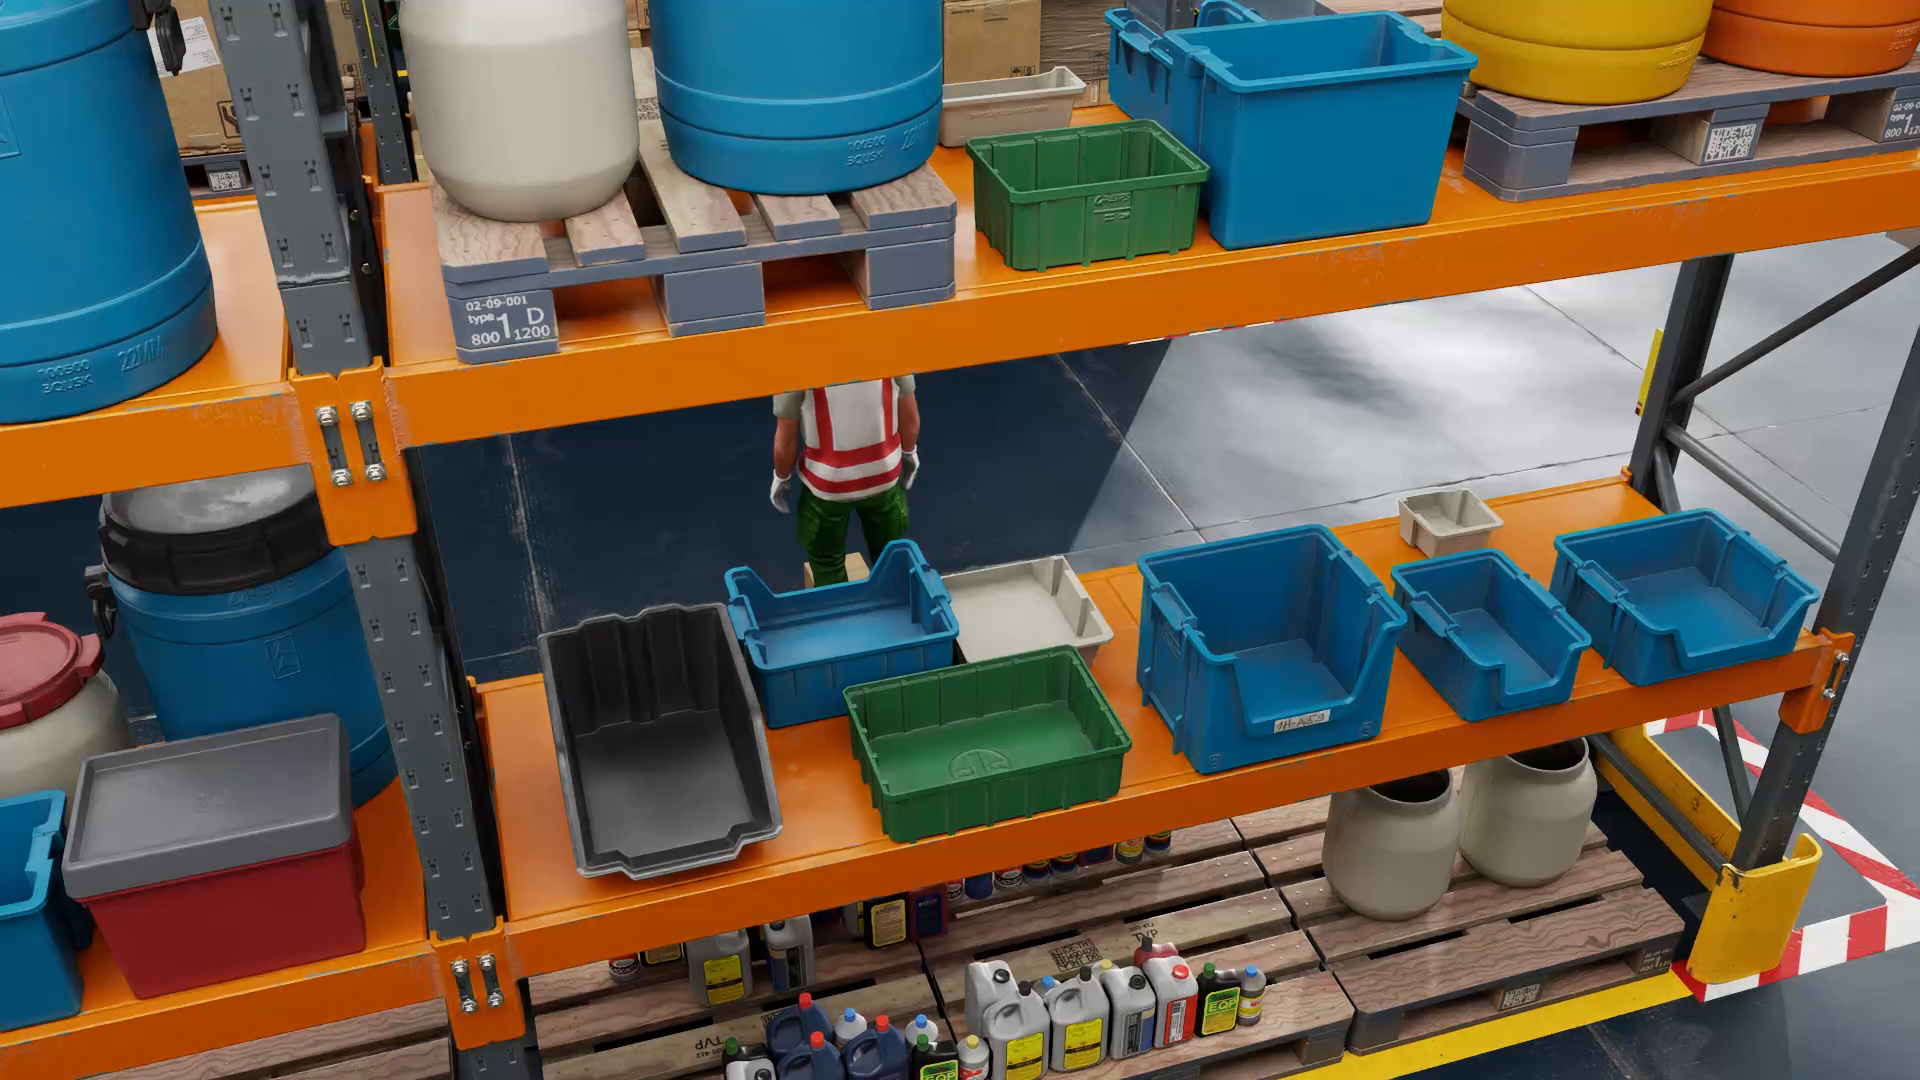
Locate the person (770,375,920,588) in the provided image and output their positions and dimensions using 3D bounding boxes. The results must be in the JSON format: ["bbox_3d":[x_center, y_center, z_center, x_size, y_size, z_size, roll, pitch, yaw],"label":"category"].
[{"bbox_3d":[-0.446,-0.272,6.536,0.621,1.781,0.445,-12,35,-17],"label":"person"}]
